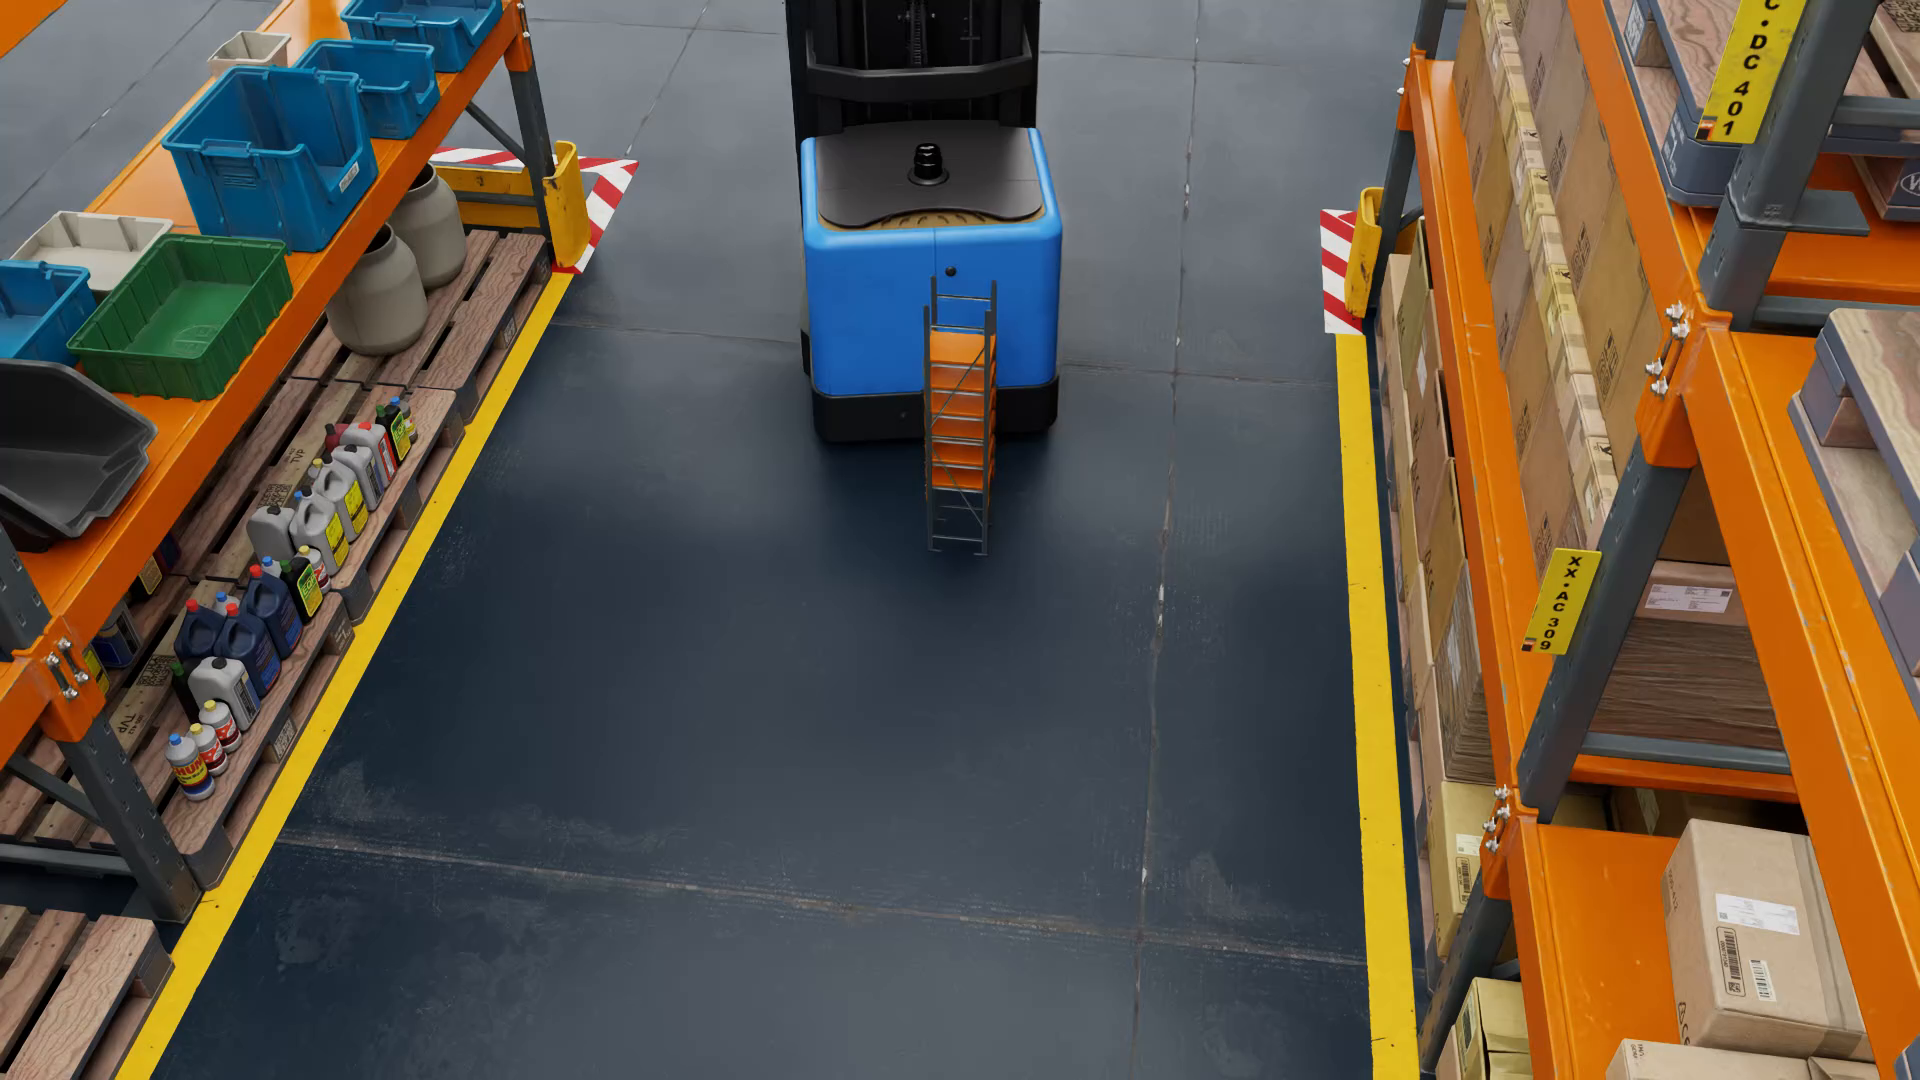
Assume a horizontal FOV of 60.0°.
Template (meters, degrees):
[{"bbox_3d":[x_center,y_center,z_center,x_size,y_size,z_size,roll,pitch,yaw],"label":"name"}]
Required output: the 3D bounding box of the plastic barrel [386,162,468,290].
[{"bbox_3d":[-2.494,-1.439,7.592,0.421,0.512,0.421,0,43,0],"label":"plastic barrel"}]

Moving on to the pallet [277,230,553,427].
[{"bbox_3d":[-2.559,-1.024,7.677,1.003,0.211,1.213,5,44,6],"label":"pallet"}]

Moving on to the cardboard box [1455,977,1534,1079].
[{"bbox_3d":[1.596,1.435,4.339,0.500,0.311,0.500,5,44,6],"label":"cardboard box"}]

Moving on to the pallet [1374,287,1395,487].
[{"bbox_3d":[2.367,-0.655,7.288,1.003,0.211,1.213,5,44,6],"label":"pallet"}]

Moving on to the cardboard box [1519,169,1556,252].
[{"bbox_3d":[1.923,-0.990,5.069,0.380,0.149,0.250,7,44,7],"label":"cardboard box"}]

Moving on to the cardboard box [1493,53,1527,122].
[{"bbox_3d":[2.026,-1.513,5.622,0.380,0.149,0.250,4,44,4],"label":"cardboard box"}]

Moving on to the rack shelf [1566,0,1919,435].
[{"bbox_3d":[2.162,-1.657,4.660,1.077,0.370,4.000,5,44,6],"label":"rack shelf"}]

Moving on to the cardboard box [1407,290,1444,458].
[{"bbox_3d":[2.017,-0.591,6.341,0.500,0.500,0.500,5,44,6],"label":"cardboard box"}]

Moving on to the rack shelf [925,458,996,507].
[{"bbox_3d":[0.002,-0.239,6.543,0.258,0.103,0.180,5,44,6],"label":"rack shelf"}]

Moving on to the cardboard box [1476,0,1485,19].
[{"bbox_3d":[2.129,-2.036,6.174,0.380,0.149,0.250,4,44,4],"label":"cardboard box"}]

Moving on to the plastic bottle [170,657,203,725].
[{"bbox_3d":[-2.625,0.498,5.698,0.061,0.283,0.133,5,44,6],"label":"plastic bottle"}]

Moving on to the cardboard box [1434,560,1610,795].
[{"bbox_3d":[1.820,0.432,5.262,0.500,0.500,0.500,5,44,6],"label":"cardboard box"}]

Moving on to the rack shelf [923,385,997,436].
[{"bbox_3d":[0.002,-0.500,6.296,0.258,0.103,0.180,5,44,6],"label":"rack shelf"}]

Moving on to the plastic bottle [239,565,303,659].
[{"bbox_3d":[-2.469,0.242,5.920,0.144,0.351,0.185,4,44,4],"label":"plastic bottle"}]

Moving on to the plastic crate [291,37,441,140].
[{"bbox_3d":[-2.344,-1.781,6.557,0.499,0.251,0.408,5,44,6],"label":"plastic crate"}]

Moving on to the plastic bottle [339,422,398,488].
[{"bbox_3d":[-2.352,-0.355,6.605,0.152,0.276,0.135,6,44,6],"label":"plastic bottle"}]

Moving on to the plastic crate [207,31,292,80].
[{"bbox_3d":[-2.920,-1.969,6.840,0.298,0.136,0.250,5,44,6],"label":"plastic crate"}]

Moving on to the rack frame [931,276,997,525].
[{"bbox_3d":[0.014,-0.508,6.414,0.240,1.200,0.006,5,44,6],"label":"rack frame"}]

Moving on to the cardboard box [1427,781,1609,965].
[{"bbox_3d":[1.742,1.044,5.161,0.500,0.250,0.500,5,44,6],"label":"cardboard box"}]

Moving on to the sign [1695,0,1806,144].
[{"bbox_3d":[1.347,-0.822,2.821,0.100,0.325,0.005,5,44,6],"label":"sign"}]

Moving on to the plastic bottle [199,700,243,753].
[{"bbox_3d":[-2.508,0.621,5.628,0.097,0.201,0.097,0,43,0],"label":"plastic bottle"}]

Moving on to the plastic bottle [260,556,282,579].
[{"bbox_3d":[-2.487,0.167,6.056,0.097,0.271,0.097,0,43,0],"label":"plastic bottle"}]

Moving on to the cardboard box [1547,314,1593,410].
[{"bbox_3d":[1.822,-0.469,4.519,0.380,0.149,0.250,5,44,5],"label":"cardboard box"}]

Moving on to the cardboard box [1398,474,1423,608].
[{"bbox_3d":[1.935,0.021,6.241,0.500,0.250,0.500,5,44,6],"label":"cardboard box"}]

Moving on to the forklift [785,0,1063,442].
[{"bbox_3d":[-0.224,-2.492,7.250,1.130,2.935,3.031,-3,44,-4],"label":"forklift"}]

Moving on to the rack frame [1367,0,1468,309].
[{"bbox_3d":[2.426,-2.193,6.884,1.000,3.000,0.127,5,44,6],"label":"rack frame"}]

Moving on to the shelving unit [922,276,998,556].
[{"bbox_3d":[0.002,-0.446,6.348,0.258,1.200,0.189,5,44,6],"label":"shelving unit"}]

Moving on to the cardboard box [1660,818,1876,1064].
[{"bbox_3d":[1.876,0.928,3.698,0.500,0.250,0.500,8,44,8],"label":"cardboard box"}]

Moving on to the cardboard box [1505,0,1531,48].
[{"bbox_3d":[2.281,-1.988,5.652,0.700,0.500,0.500,4,44,4],"label":"cardboard box"}]

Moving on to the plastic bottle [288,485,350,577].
[{"bbox_3d":[-2.413,-0.048,6.226,0.144,0.351,0.185,5,44,5],"label":"plastic bottle"}]

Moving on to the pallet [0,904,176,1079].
[{"bbox_3d":[-3.077,1.632,4.873,1.003,0.211,1.213,5,44,6],"label":"pallet"}]

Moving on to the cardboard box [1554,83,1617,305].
[{"bbox_3d":[2.082,-0.963,4.569,0.700,0.500,0.500,5,44,5],"label":"cardboard box"}]

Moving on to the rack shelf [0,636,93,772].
[{"bbox_3d":[-3.276,1.705,3.291,1.077,0.370,4.000,5,44,6],"label":"rack shelf"}]

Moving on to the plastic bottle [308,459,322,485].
[{"bbox_3d":[-2.496,-0.232,6.529,0.097,0.201,0.097,0,43,0],"label":"plastic bottle"}]

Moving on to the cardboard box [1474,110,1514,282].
[{"bbox_3d":[2.216,-1.216,5.779,0.700,0.500,0.500,6,44,6],"label":"cardboard box"}]

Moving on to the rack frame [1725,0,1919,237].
[{"bbox_3d":[1.897,-1.645,1.942,1.000,3.000,0.127,5,44,6],"label":"rack frame"}]

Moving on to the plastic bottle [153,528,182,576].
[{"bbox_3d":[-3.013,-0.010,6.234,0.061,0.283,0.133,5,44,6],"label":"plastic bottle"}]

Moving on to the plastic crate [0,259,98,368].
[{"bbox_3d":[-3.135,-0.644,5.357,0.499,0.251,0.616,5,44,6],"label":"plastic crate"}]

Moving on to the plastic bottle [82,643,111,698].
[{"bbox_3d":[-3.070,0.431,5.720,0.144,0.351,0.185,5,44,6],"label":"plastic bottle"}]

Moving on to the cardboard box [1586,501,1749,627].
[{"bbox_3d":[1.721,0.057,3.964,0.380,0.149,0.250,5,44,5],"label":"cardboard box"}]

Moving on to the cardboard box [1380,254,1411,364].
[{"bbox_3d":[2.135,-1.001,7.320,0.500,0.250,0.500,5,44,6],"label":"cardboard box"}]

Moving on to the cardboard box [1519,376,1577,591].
[{"bbox_3d":[2.013,-0.166,4.671,0.700,0.500,0.500,5,44,5],"label":"cardboard box"}]
